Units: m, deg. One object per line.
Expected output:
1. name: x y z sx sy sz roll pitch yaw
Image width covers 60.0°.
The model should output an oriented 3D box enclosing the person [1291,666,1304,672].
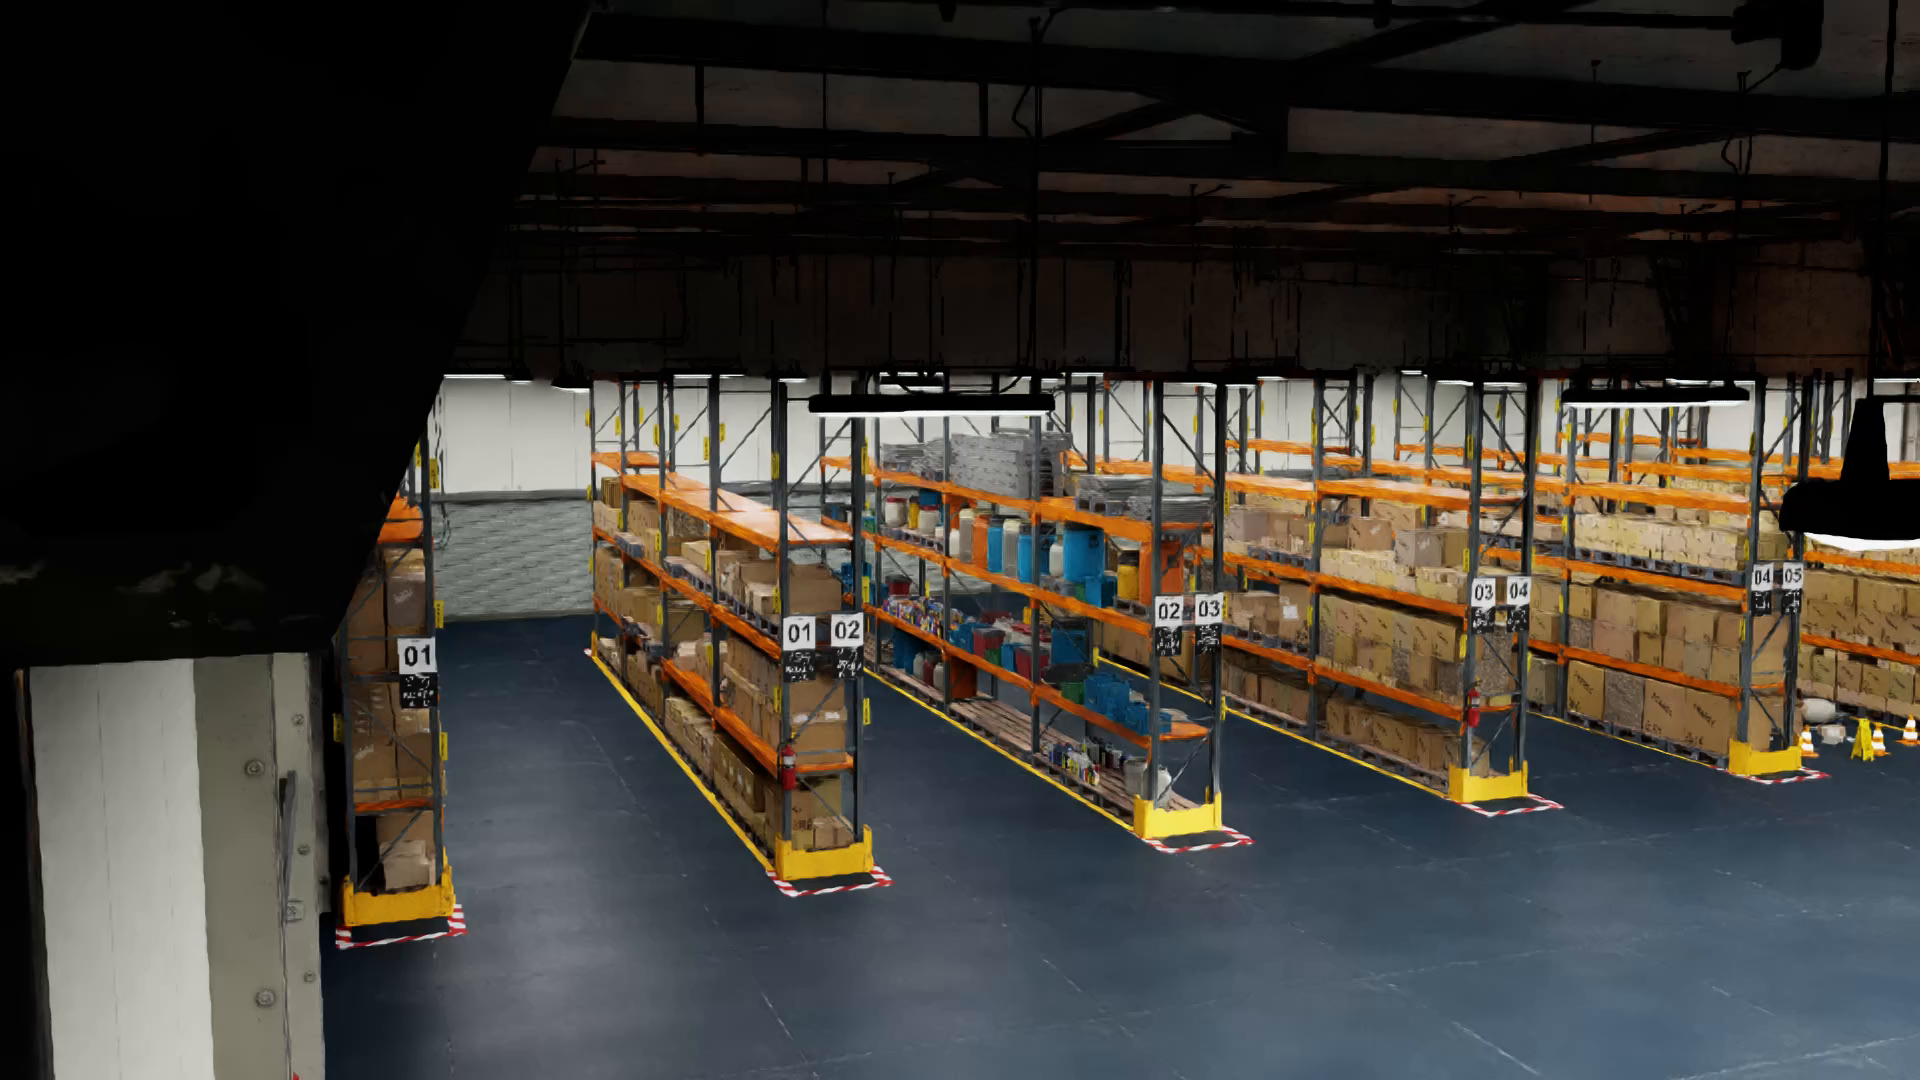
1. person: 6.782 1.751 33.149 0.634 1.775 0.517 6 9 43

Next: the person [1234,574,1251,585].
1. person: 7.088 0.906 41.623 0.515 1.555 0.356 6 8 41
